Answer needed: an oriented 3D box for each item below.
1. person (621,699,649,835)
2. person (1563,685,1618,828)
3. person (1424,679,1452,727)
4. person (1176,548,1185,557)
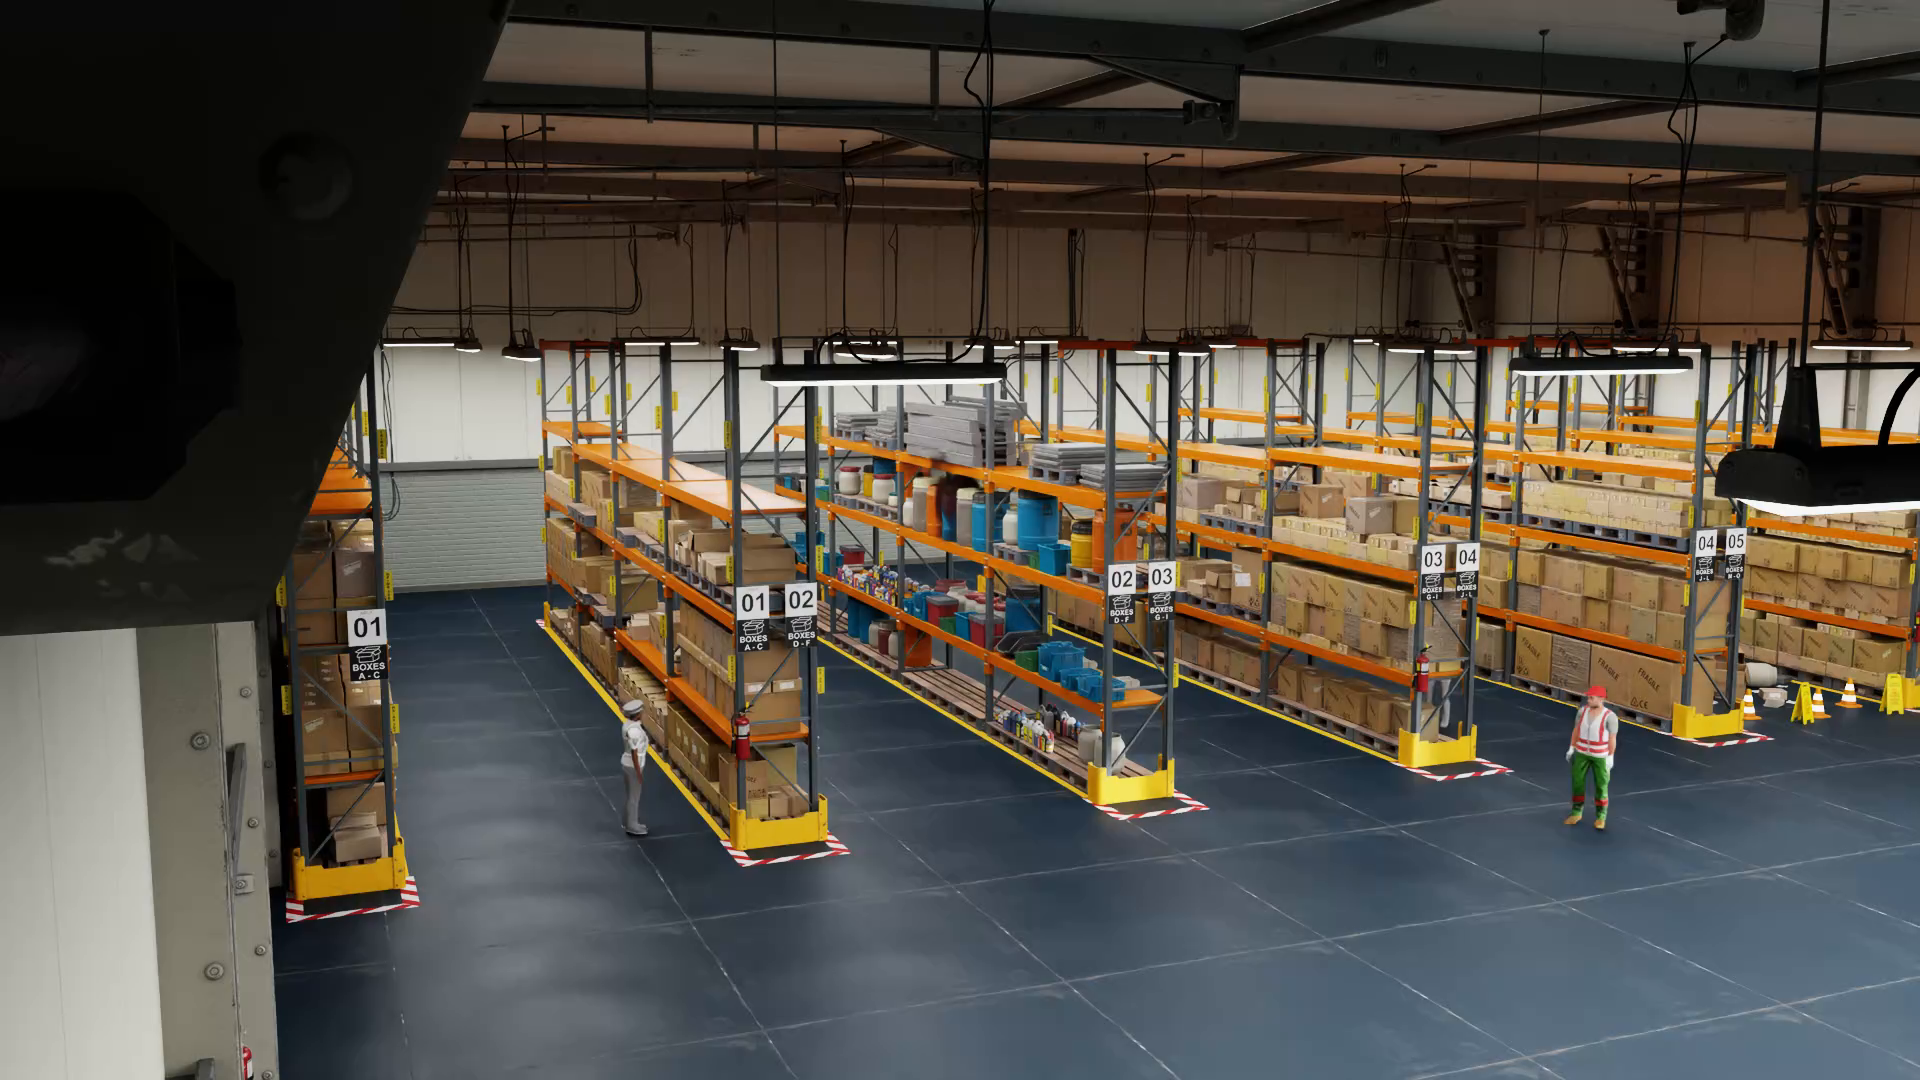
[{"bbox_3d":[-4.045,2.816,20.693,0.370,1.692,0.496,-1,7,-8],"label":"person"},{"bbox_3d":[7.949,2.722,20.960,0.598,1.821,0.359,6,10,40],"label":"person"},{"bbox_3d":[7.549,2.082,26.281,0.530,1.690,0.383,4,8,26],"label":"person"},{"bbox_3d":[4.559,1.012,34.620,0.362,1.655,0.453,-1,8,-9],"label":"person"}]
